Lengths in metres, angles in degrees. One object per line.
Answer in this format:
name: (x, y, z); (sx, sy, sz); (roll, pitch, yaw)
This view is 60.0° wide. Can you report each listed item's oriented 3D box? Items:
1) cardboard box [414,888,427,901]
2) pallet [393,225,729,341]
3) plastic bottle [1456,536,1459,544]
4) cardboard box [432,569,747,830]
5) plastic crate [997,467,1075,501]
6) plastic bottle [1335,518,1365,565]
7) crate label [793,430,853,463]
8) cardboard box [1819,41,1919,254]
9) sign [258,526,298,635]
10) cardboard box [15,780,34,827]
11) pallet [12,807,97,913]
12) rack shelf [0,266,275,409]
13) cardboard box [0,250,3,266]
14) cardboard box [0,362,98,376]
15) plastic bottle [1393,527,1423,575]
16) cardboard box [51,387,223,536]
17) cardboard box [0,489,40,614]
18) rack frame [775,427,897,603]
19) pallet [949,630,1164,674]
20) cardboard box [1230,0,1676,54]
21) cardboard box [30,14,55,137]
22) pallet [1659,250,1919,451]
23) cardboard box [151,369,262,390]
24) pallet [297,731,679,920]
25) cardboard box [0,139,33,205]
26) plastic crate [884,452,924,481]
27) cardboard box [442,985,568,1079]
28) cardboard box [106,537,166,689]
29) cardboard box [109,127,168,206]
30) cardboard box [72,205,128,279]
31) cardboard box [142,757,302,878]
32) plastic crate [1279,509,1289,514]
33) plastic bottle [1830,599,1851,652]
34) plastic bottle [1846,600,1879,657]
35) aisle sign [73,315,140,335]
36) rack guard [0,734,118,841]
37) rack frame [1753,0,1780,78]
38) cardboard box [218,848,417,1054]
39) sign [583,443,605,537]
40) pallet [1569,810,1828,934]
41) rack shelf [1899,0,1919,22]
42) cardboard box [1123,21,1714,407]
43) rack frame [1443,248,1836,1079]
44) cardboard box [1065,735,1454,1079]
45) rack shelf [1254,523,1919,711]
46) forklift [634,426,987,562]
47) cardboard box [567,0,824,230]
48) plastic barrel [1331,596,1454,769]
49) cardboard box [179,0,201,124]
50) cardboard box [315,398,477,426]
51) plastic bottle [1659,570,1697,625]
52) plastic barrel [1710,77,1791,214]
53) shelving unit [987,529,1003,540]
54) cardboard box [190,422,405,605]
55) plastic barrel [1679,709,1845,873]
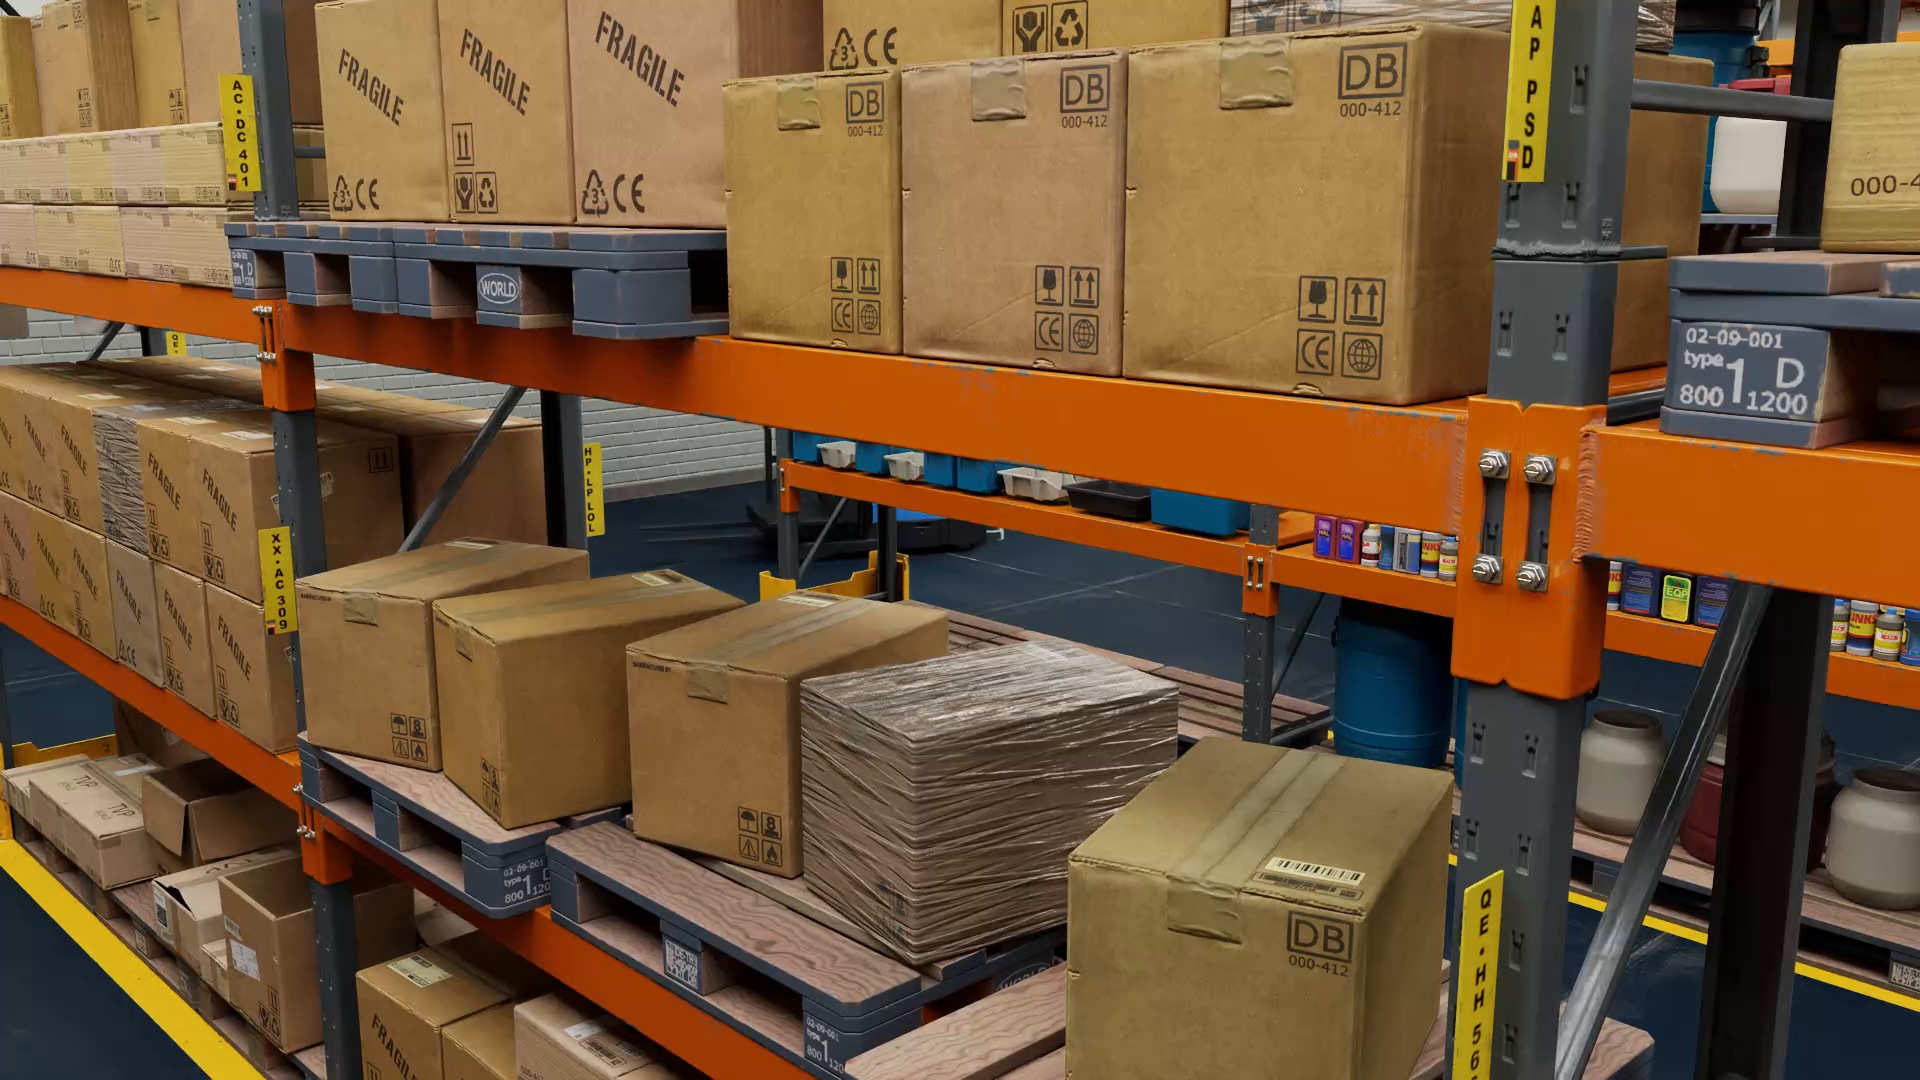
cardboard box: (-2.425, 1.428, 6.819); (0.380, 0.166, 0.250); (-11, 16, -43)
pallet: (-0.569, -0.650, 4.002); (1.213, 0.211, 1.003); (-11, 16, -43)
plastic bottle: (2.579, -0.035, 8.478); (0.097, 0.201, 0.097); (0, 12, 0)
cardboard box: (-1.001, 0.409, 4.544); (0.700, 0.500, 0.500); (-8, 14, -34)
plastic crate: (0.478, -0.331, 9.926); (0.293, 0.136, 0.466); (-11, 16, -43)
plastic bottle: (1.935, -0.029, 8.244); (0.061, 0.283, 0.133); (-11, 16, -43)
crate label: (-0.932, -0.667, 11.322); (0.416, 0.233, 0.303); (-11, 16, -43)
cardboard box: (1.429, -0.488, 2.081); (0.500, 0.250, 0.500); (10, 15, 41)
sign: (-2.075, 0.124, 5.068); (0.100, 0.325, 0.005); (-11, 16, -43)
cardboard box: (-4.236, 1.206, 7.896); (0.380, 0.166, 0.250); (-11, 16, -43)
pallet: (-3.846, 1.381, 8.024); (1.003, 0.211, 1.213); (-11, 16, -43)
rack shelf: (-3.069, -0.937, 6.714); (1.077, 0.370, 4.000); (-11, 16, -43)
cardboard box: (-3.943, -1.323, 7.175); (0.500, 0.250, 0.500); (-11, 16, -43)
cardboard box: (-4.334, -0.549, 7.757); (0.500, 0.500, 0.500); (-10, 15, -41)
plastic bottle: (2.194, 0.017, 8.043); (0.152, 0.276, 0.135); (-11, 16, -43)
cardboard box: (-3.274, -0.326, 6.675); (0.500, 0.500, 0.500); (-11, 16, -43)
cardboard box: (-3.974, 0.015, 7.496); (0.500, 0.500, 0.500); (-11, 16, -43)
rack frame: (-0.865, -0.802, 11.709); (1.000, 3.000, 0.127); (-11, 16, -43)
pallet: (0.515, 0.868, 10.516); (1.003, 0.211, 1.213); (-11, 16, -43)
cardboard box: (0.778, -1.017, 2.594); (0.500, 0.500, 0.500); (-11, 16, -43)
cardboard box: (-3.376, -1.905, 6.901); (0.700, 0.500, 0.500); (-11, 16, -43)
pallet: (1.608, -0.235, 1.990); (1.213, 0.211, 1.003); (-10, 15, -40)
cardboard box: (-3.233, -0.476, 7.399); (0.500, 0.500, 0.500); (-10, 16, -41)
pallet: (-1.215, 0.697, 4.907); (1.003, 0.211, 1.213); (-11, 16, -43)
cardboard box: (-3.593, -1.495, 6.774); (0.500, 0.250, 0.500); (-11, 16, -43)
plastic crate: (-0.302, -0.463, 10.568); (0.250, 0.136, 0.298); (-11, 16, -43)
cardboard box: (-1.153, 1.661, 4.858); (0.500, 0.500, 0.500); (-11, 16, -42)
cardboard box: (-2.932, 0.236, 6.425); (0.500, 0.500, 0.500); (-10, 16, -41)
cardboard box: (-2.562, -1.276, 5.707); (0.500, 0.250, 0.500); (-11, 16, -43)
cardboard box: (-2.905, -1.104, 6.114); (0.500, 0.250, 0.500); (-11, 16, -43)
cardboard box: (-2.989, 1.205, 7.062); (0.797, 0.503, 0.637); (-11, 16, -43)
plastic crate: (1.680, -0.206, 9.322); (0.396, 0.136, 0.243); (-11, 16, -43)
plastic bottle: (3.510, 0.339, 6.662); (0.097, 0.201, 0.097); (0, 12, 0)
plastic bottle: (3.577, 0.319, 6.586); (0.097, 0.271, 0.097); (0, 12, 0)
aisle sign: (-4.275, -1.438, 8.354); (0.394, 0.787, 0.004); (-11, 16, -43)
rack guard: (-4.397, 1.123, 8.559); (1.175, 0.500, 0.348); (-11, 16, -43)
rack frame: (5.480, -3.847, 11.620); (1.000, 3.000, 0.127); (-11, 16, -43)
cardboard box: (-2.286, 1.437, 5.947); (0.500, 0.500, 0.500); (-11, 16, -43)
sign: (-1.288, -0.173, 5.789); (0.100, 0.325, 0.005); (-11, 16, -43)
pallet: (3.247, 1.444, 7.717); (1.003, 0.211, 1.213); (-11, 16, -43)
rack shelf: (14.854, -7.487, 22.837); (1.077, 0.370, 4.000); (-11, 16, -43)
cardboard box: (0.749, -0.522, 2.667); (0.910, 0.500, 0.500); (-11, 16, -43)
rack frame: (1.075, 1.055, 2.694); (1.000, 3.000, 0.127); (-11, 16, -43)
cardboard box: (0.559, 0.724, 3.011); (0.500, 0.500, 0.700); (6, 13, 26)
rack shelf: (3.279, 0.426, 7.531); (1.077, 0.370, 4.000); (-11, 16, -43)
forklift: (-1.338, -1.355, 14.562); (3.031, 2.935, 1.130); (-4, 12, -17)
cardboard box: (-0.470, -1.023, 3.813); (0.600, 0.600, 0.600); (11, 16, 43)
plastic barrel: (2.261, 0.686, 8.648); (0.600, 0.901, 0.708); (-11, 16, -43)
cardboard box: (-2.294, -1.695, 5.883); (0.700, 0.500, 0.500); (-11, 16, -43)
cardboard box: (-2.166, -0.250, 6.306); (0.500, 0.500, 0.500); (11, 16, 43)
plastic bottle: (3.063, 0.210, 7.087); (0.061, 0.283, 0.133); (-11, 16, -43)
plastic barrel: (3.327, -1.613, 6.837); (0.433, 0.535, 0.433); (0, 12, 0)
shelving unit: (0.208, -0.631, 15.338); (0.258, 1.200, 0.503); (-4, 12, -18)
cardboard box: (-2.224, -0.105, 5.600); (0.500, 0.500, 0.500); (-11, 16, -42)
plastic barrel: (3.530, 1.107, 7.378); (0.600, 0.588, 0.708); (-11, 16, -43)
